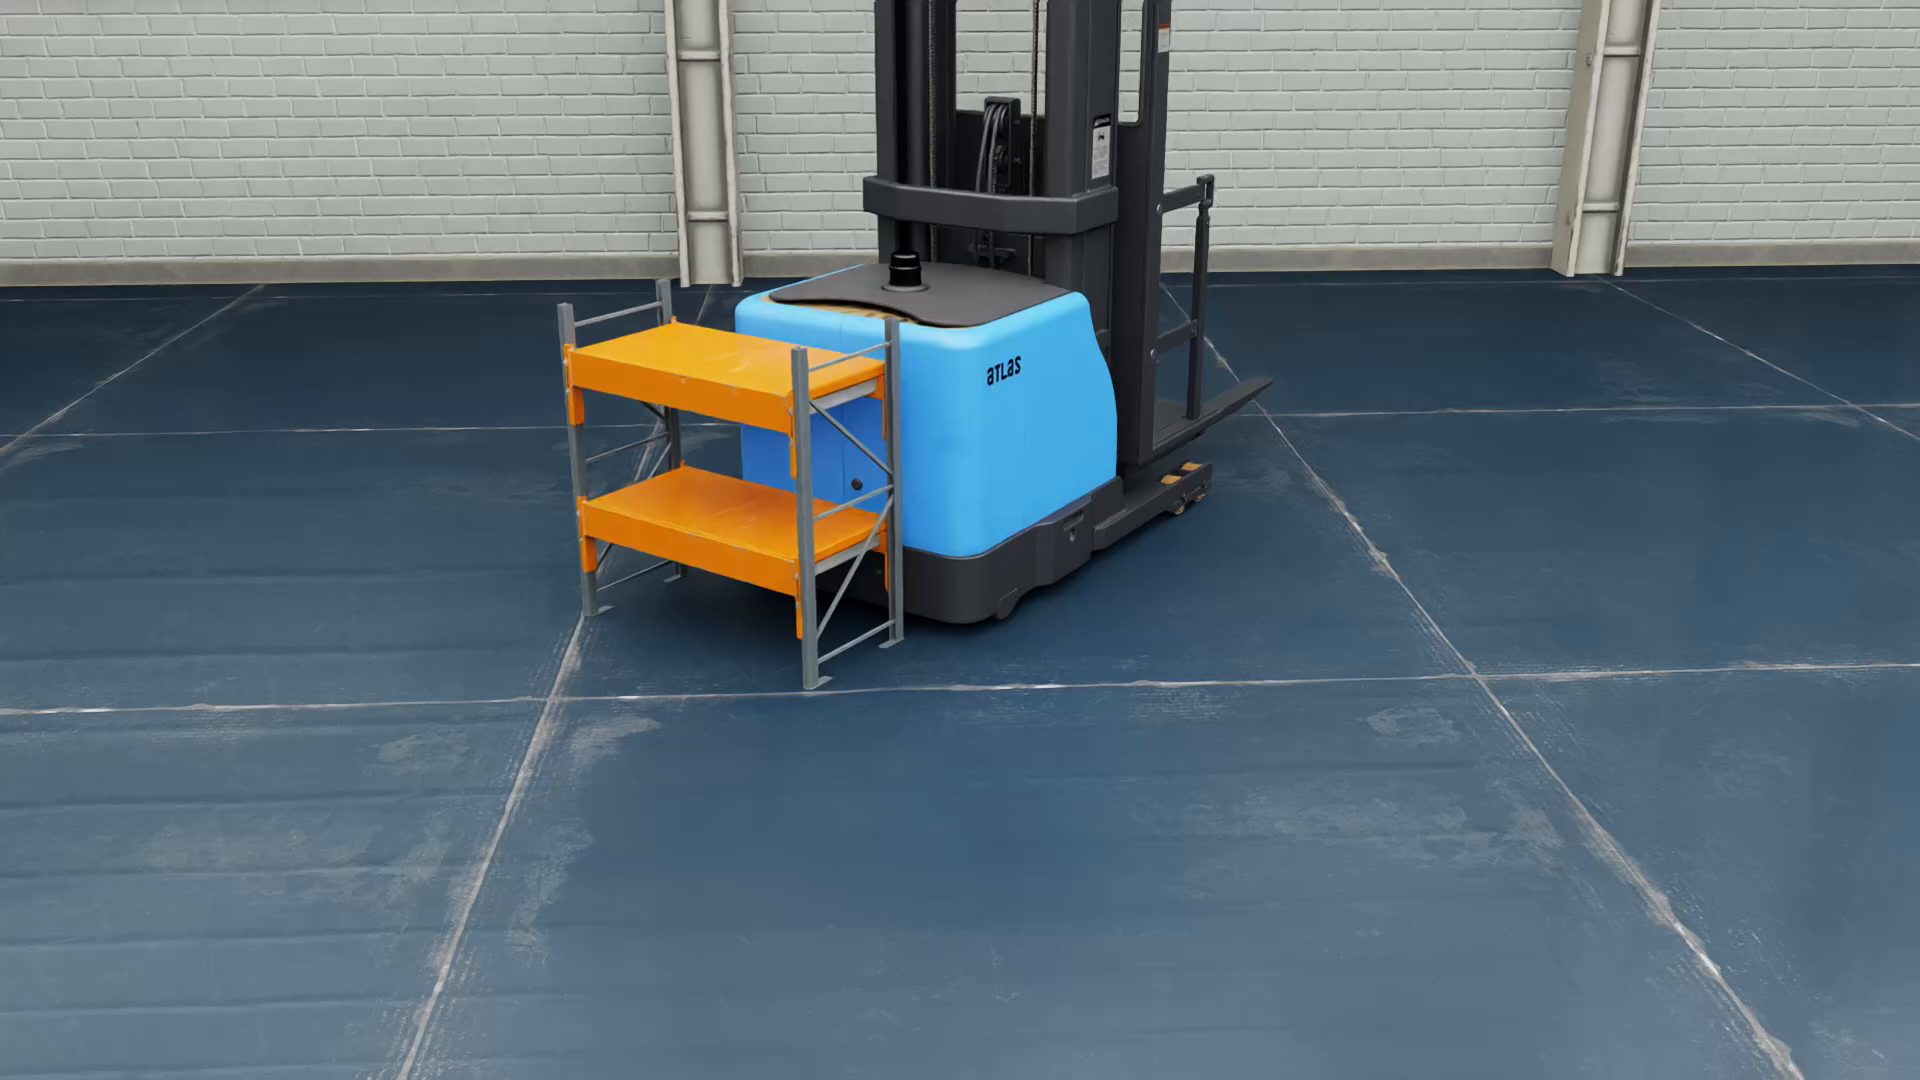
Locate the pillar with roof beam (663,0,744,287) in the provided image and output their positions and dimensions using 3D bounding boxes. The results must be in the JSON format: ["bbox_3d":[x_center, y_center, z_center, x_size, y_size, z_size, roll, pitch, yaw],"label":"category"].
[{"bbox_3d":[-1.419,-4.413,5.564,0.400,9.000,9.100,-1,21,-3],"label":"pillar with roof beam"}]

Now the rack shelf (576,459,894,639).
[{"bbox_3d":[-0.765,0.009,5.703,1.000,0.278,0.538,14,25,33],"label":"rack shelf"}]

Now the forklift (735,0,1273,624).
[{"bbox_3d":[0.414,-1.556,6.587,1.130,2.935,3.031,13,24,30],"label":"forklift"}]

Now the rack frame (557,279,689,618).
[{"bbox_3d":[-1.180,-0.324,5.890,0.032,1.125,0.500,14,25,33],"label":"rack frame"}]

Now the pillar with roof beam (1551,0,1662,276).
[{"bbox_3d":[4.572,-4.535,5.884,0.400,9.000,9.100,-1,21,-3],"label":"pillar with roof beam"}]

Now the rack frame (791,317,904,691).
[{"bbox_3d":[-0.349,-0.115,5.342,0.032,1.125,0.500,14,25,33],"label":"rack frame"}]

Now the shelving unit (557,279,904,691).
[{"bbox_3d":[-0.765,-0.219,5.616,1.048,1.125,0.538,14,25,33],"label":"shelving unit"}]

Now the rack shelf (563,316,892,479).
[{"bbox_3d":[-0.765,-0.493,5.512,1.000,0.278,0.538,14,25,33],"label":"rack shelf"}]
